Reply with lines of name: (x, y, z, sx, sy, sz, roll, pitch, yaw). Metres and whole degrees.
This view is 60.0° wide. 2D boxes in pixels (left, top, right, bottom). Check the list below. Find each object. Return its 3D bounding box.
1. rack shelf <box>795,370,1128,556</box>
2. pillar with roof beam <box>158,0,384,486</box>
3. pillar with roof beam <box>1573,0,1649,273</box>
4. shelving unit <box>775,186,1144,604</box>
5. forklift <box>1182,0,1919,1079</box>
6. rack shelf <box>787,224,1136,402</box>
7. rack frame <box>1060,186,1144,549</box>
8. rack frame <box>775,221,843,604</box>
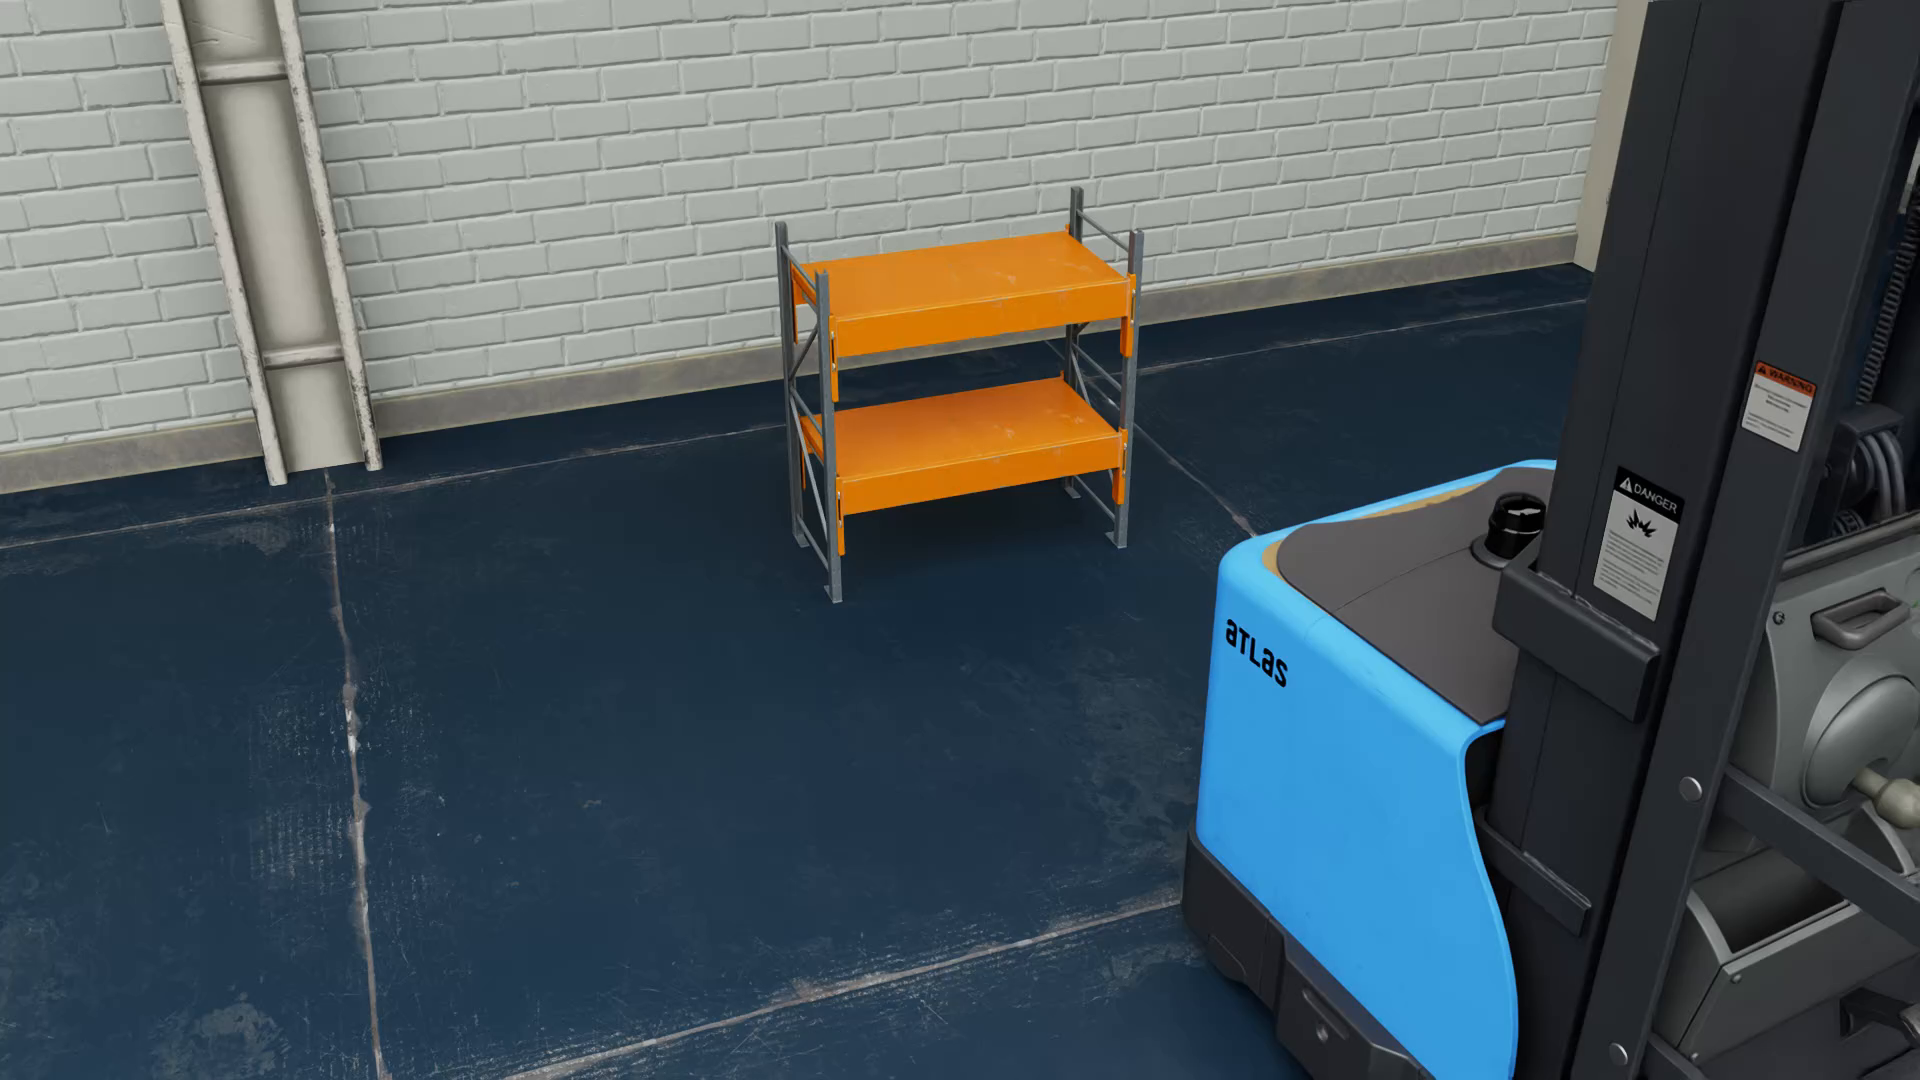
rack shelf: (-0.006, -0.275, 5.591, 1.000, 0.278, 0.538, -10, 31, -18)
pillar with roof beam: (-0.895, -2.216, 0.550, 0.400, 9.000, 9.100, -10, 31, -18)
pillar with roof beam: (4.728, -3.252, 2.367, 0.400, 9.000, 9.100, -10, 31, -18)
shelving unit: (-0.006, -0.488, 5.469, 1.048, 1.125, 0.538, -10, 31, -18)
forklift: (1.672, 0.204, 2.430, 1.130, 2.935, 3.031, -15, 33, -24)
rack shelf: (-0.006, -0.742, 5.325, 1.000, 0.278, 0.538, -10, 31, -18)
rack frame: (0.470, -0.575, 5.624, 0.032, 1.125, 0.500, -10, 31, -18)
rack frame: (-0.483, -0.400, 5.315, 0.032, 1.125, 0.500, -10, 31, -18)
